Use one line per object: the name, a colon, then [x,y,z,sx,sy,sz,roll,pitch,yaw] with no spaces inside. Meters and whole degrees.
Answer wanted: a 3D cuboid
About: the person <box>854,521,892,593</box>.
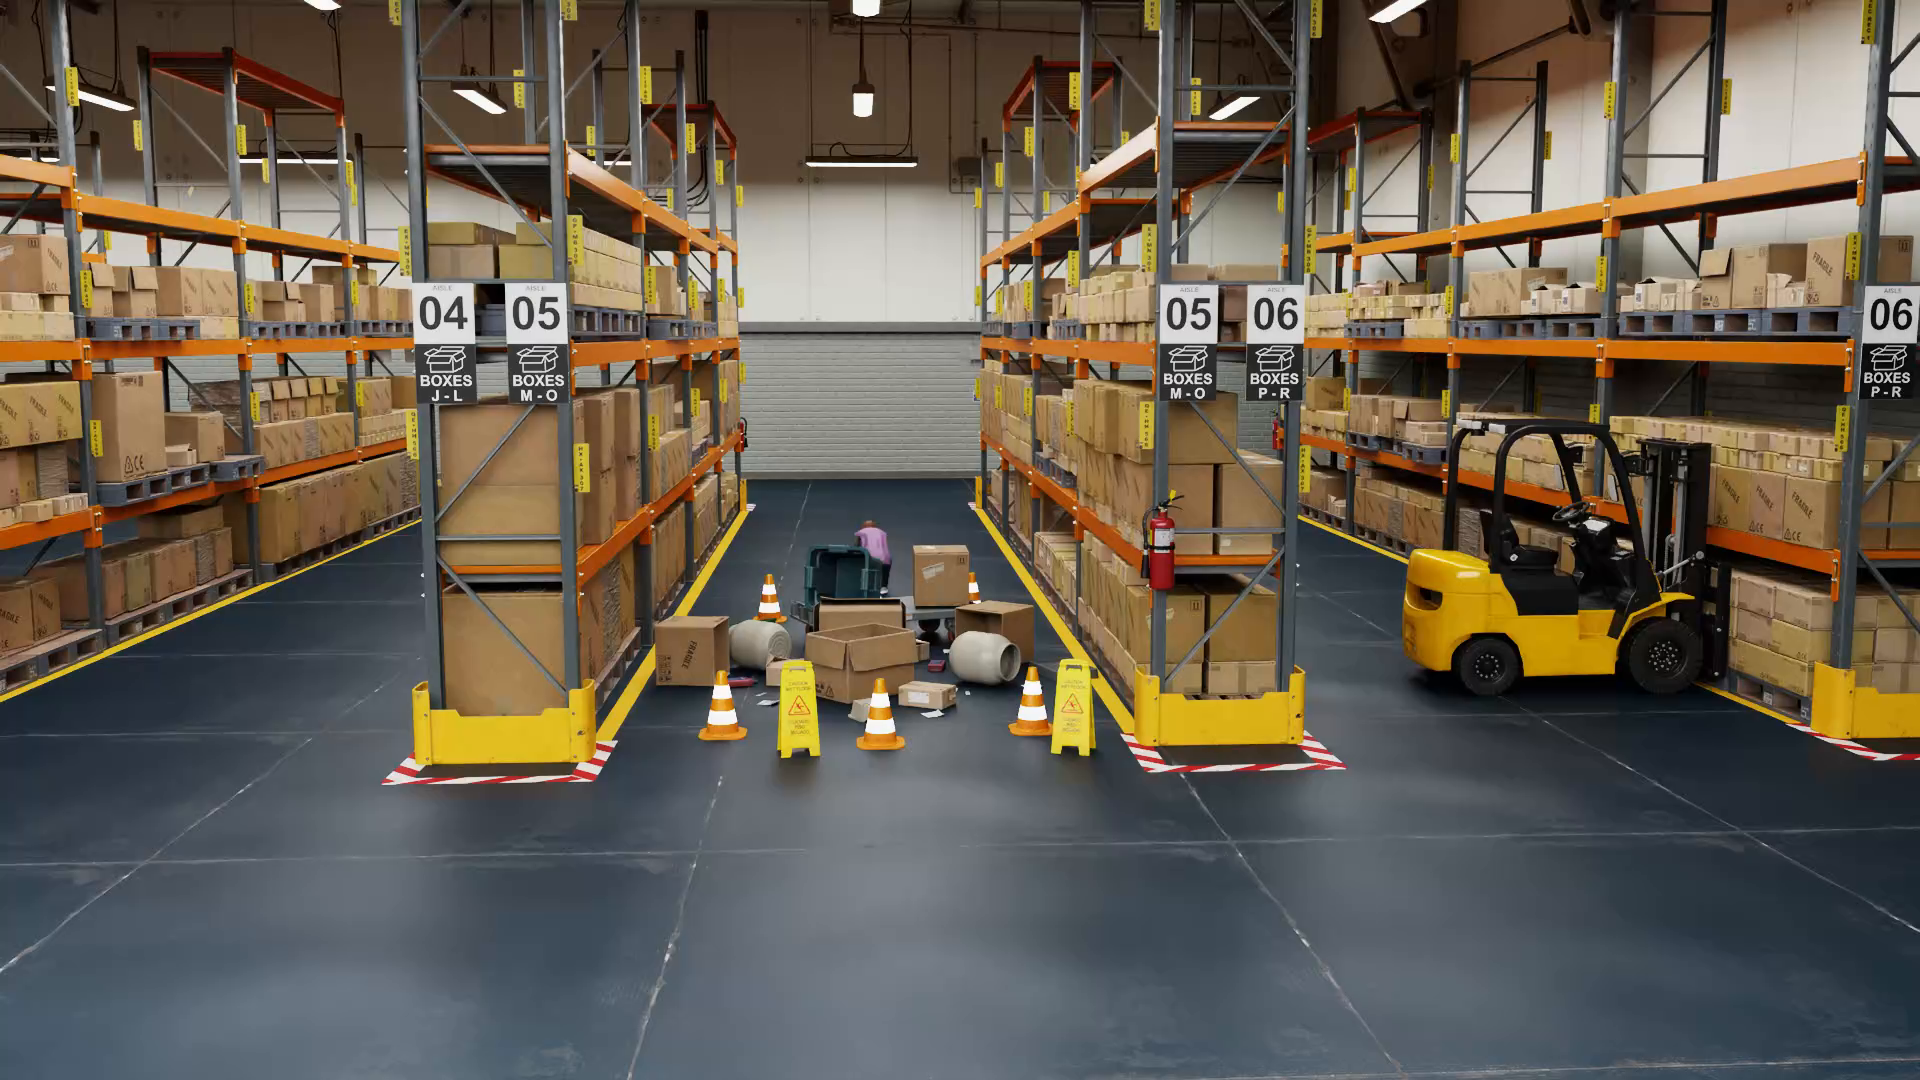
person: [-0.971,0.202,18.543,0.433,0.772,0.804,0,7,-4]
